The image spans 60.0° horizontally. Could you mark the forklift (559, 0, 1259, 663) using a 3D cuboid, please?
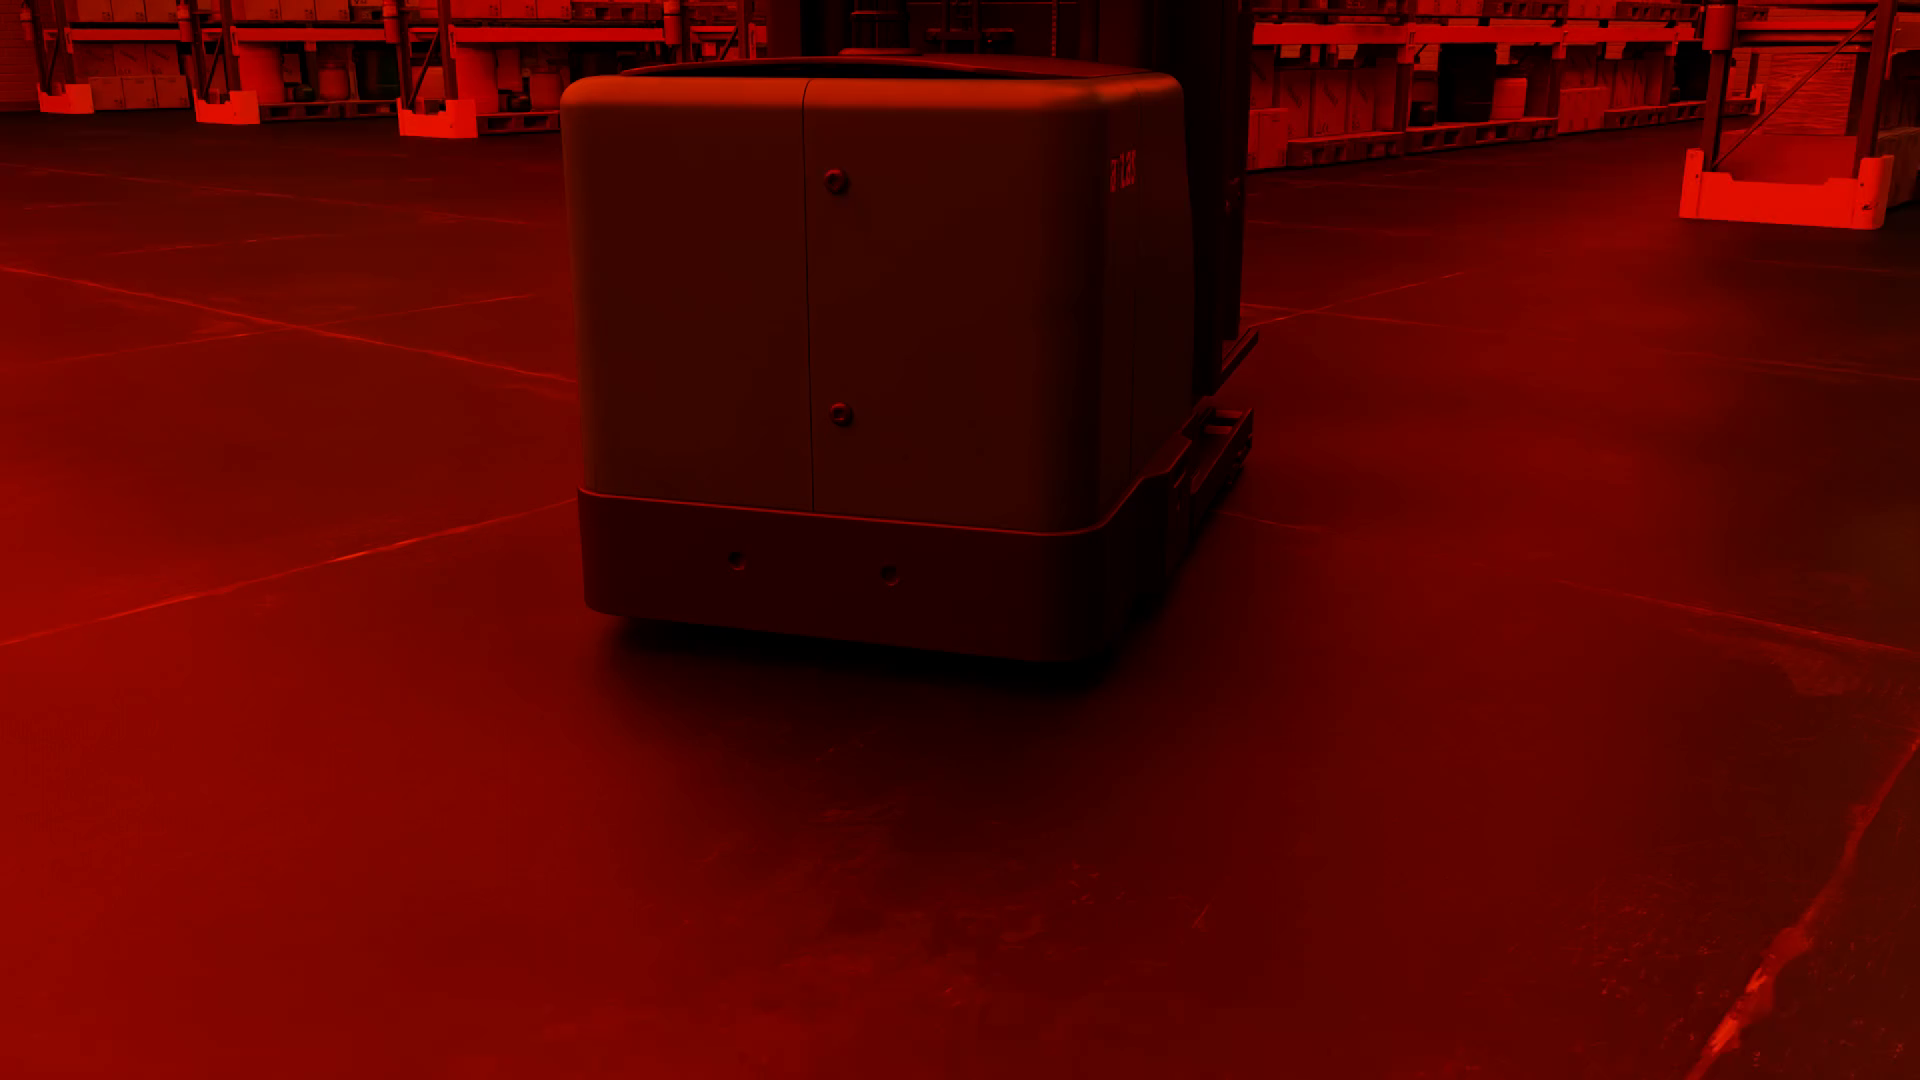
[{"bbox_3d":[0.182,-1.571,4.072,1.130,2.935,3.031,5,18,17],"label":"forklift"}]
